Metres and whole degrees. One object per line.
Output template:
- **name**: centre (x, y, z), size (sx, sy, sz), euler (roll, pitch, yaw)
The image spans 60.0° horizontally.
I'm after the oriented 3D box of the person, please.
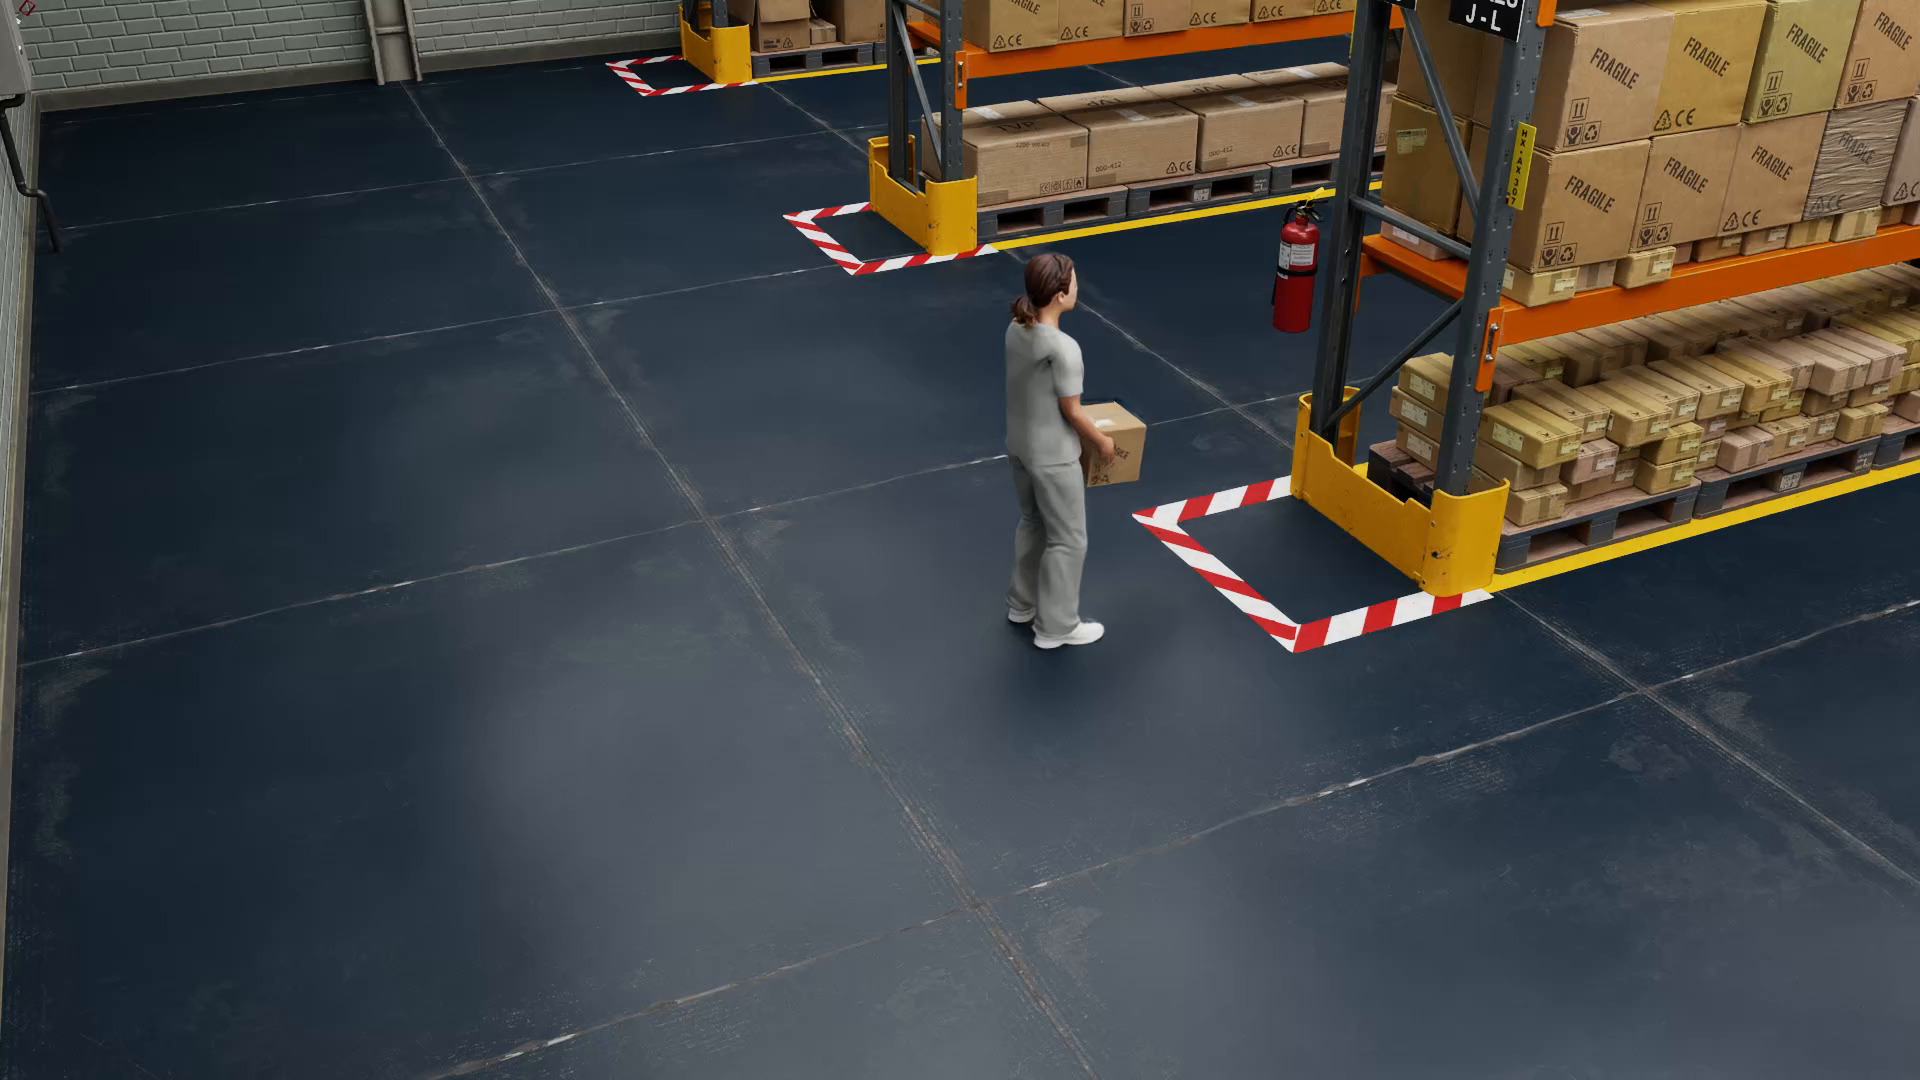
- **person**: centre (0.385, -0.368, 6.775), size (0.429, 1.676, 0.466), euler (-14, 32, -23)
